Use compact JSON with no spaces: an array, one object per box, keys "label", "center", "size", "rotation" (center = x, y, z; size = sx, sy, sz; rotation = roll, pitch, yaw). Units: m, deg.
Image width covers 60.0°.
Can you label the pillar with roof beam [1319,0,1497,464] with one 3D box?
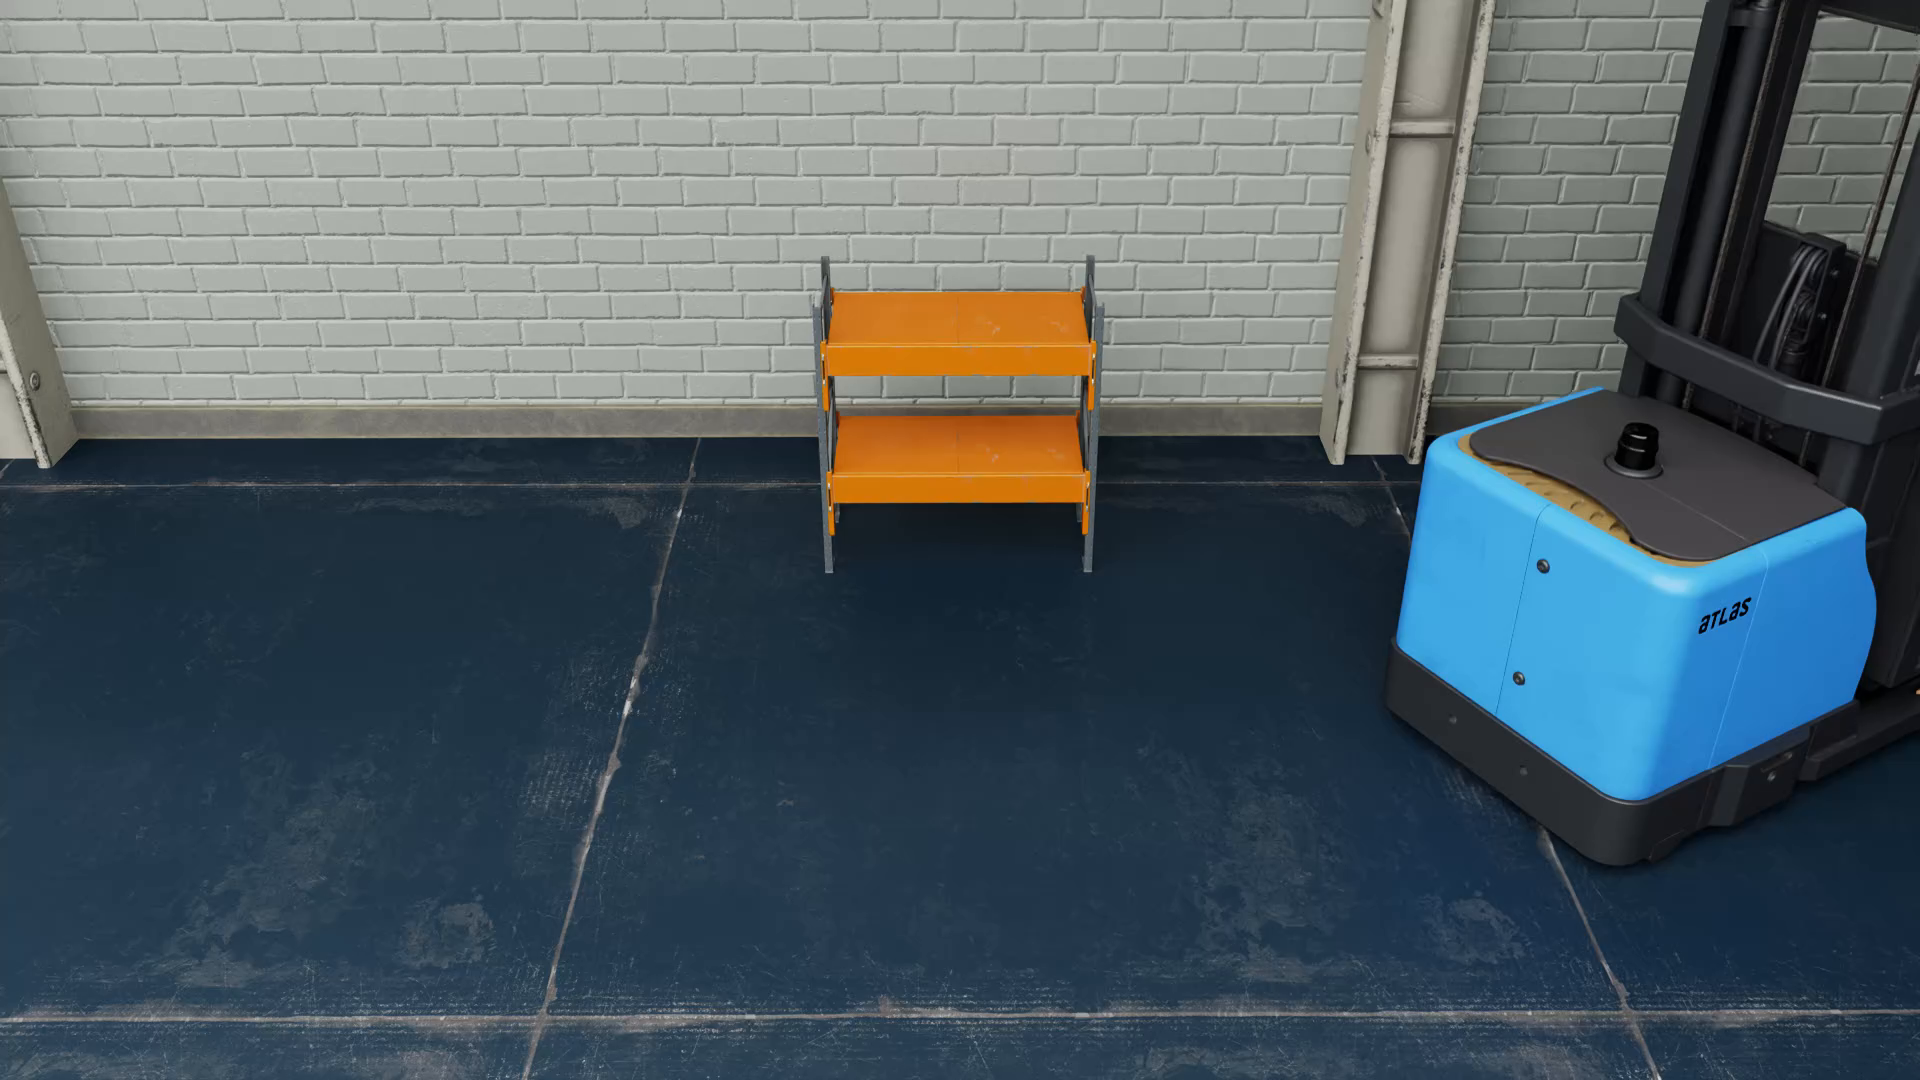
[{"label":"pillar with roof beam","center":[1.853,-2.027,1.416],"size":[0.400,9.000,9.100],"rotation":[0,31,0]}]

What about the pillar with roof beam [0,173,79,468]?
[{"label":"pillar with roof beam","center":[-4.147,-2.008,1.385],"size":[0.400,9.000,9.100],"rotation":[0,31,0]}]

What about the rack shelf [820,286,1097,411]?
[{"label":"rack shelf","center":[-0.007,-0.731,6.306],"size":[1.000,0.278,0.538],"rotation":[0,31,0]}]

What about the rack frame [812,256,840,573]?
[{"label":"rack frame","center":[-0.515,-0.479,6.456],"size":[0.032,1.125,0.500],"rotation":[0,31,0]}]

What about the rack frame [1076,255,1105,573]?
[{"label":"rack frame","center":[0.502,-0.482,6.461],"size":[0.032,1.125,0.500],"rotation":[0,31,0]}]

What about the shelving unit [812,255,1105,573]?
[{"label":"shelving unit","center":[-0.007,-0.481,6.458],"size":[1.048,1.125,0.538],"rotation":[0,31,0]}]

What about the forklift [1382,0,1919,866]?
[{"label":"forklift","center":[2.982,-0.823,5.280],"size":[3.031,2.935,1.130],"rotation":[-17,35,-26]}]

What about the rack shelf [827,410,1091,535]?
[{"label":"rack shelf","center":[-0.007,-0.272,6.585],"size":[1.000,0.278,0.538],"rotation":[0,31,0]}]
